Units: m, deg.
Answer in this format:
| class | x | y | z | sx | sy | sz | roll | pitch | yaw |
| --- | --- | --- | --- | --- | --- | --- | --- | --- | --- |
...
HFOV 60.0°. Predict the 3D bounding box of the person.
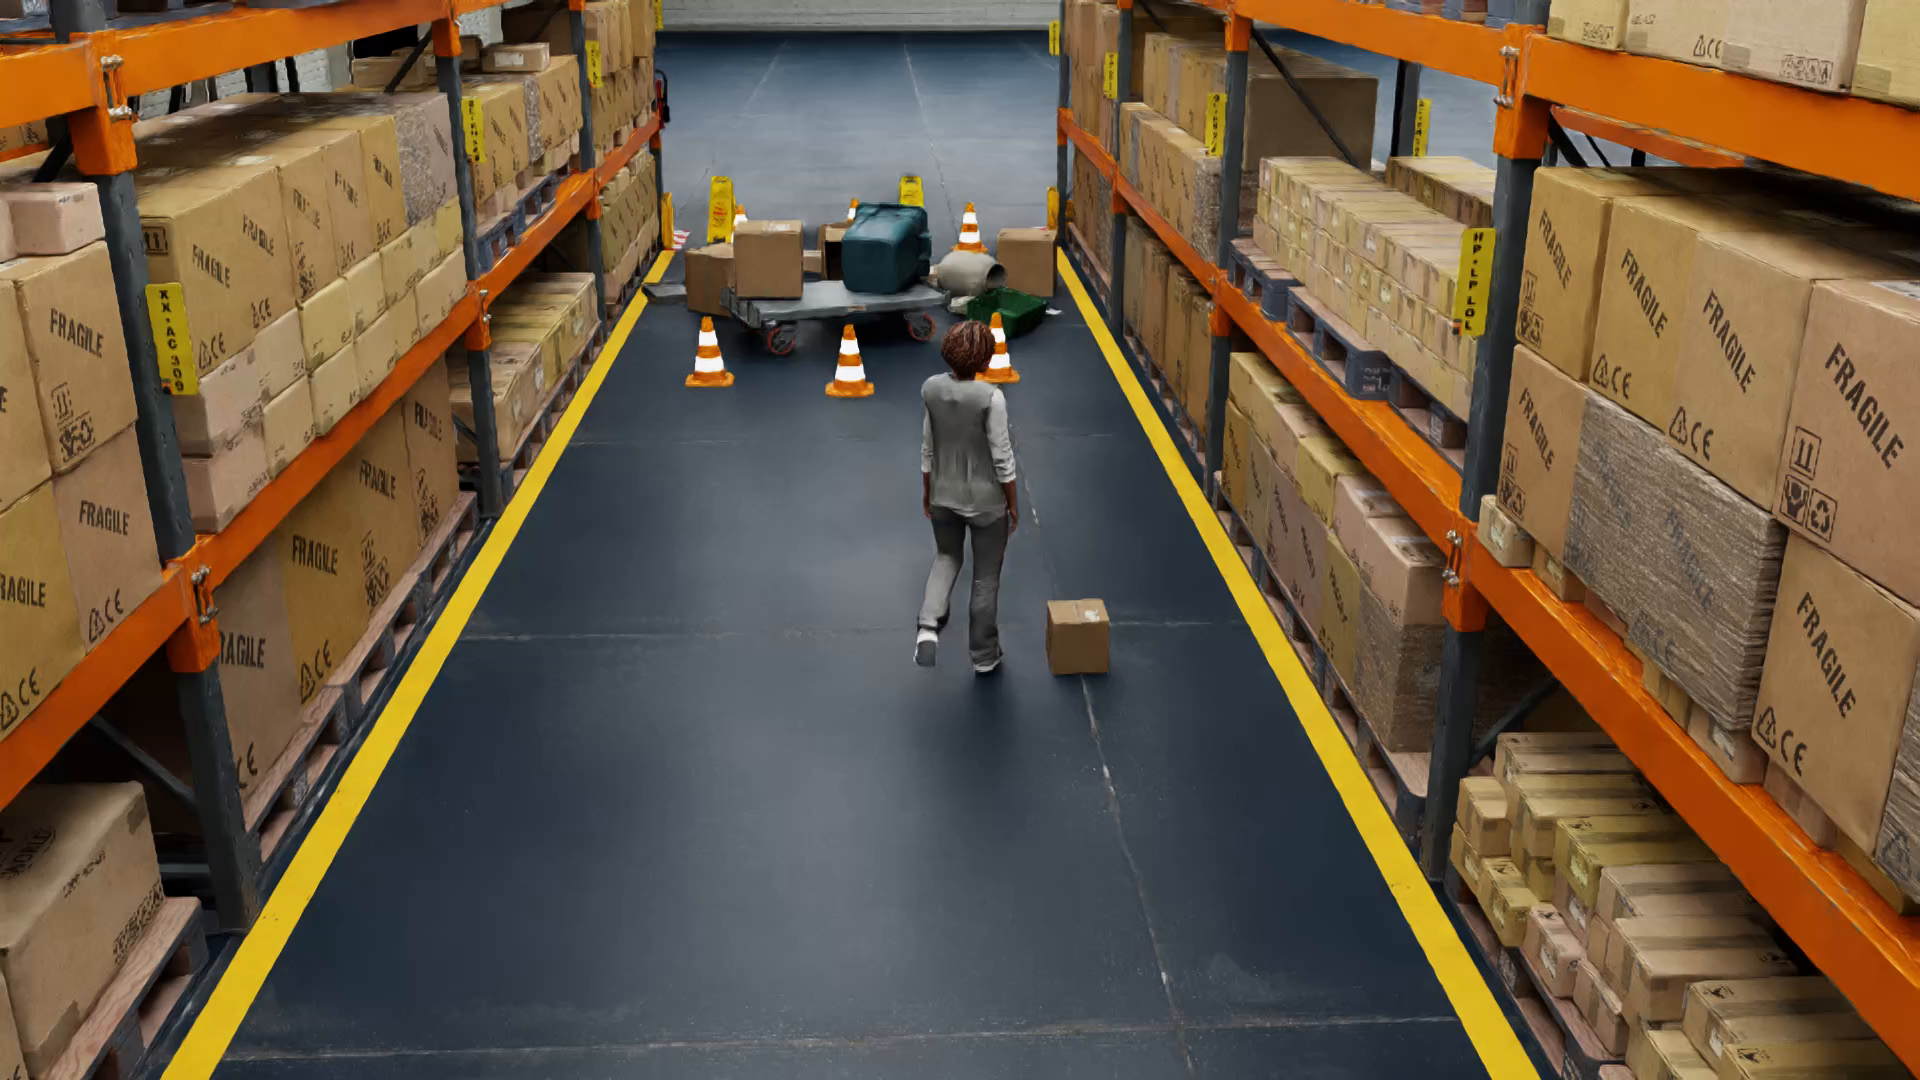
| class | x | y | z | sx | sy | sz | roll | pitch | yaw |
| --- | --- | --- | --- | --- | --- | --- | --- | --- | --- |
| person | 0.034 | -0.147 | 6.956 | 0.463 | 1.585 | 0.579 | 10 | 23 | 25 |
